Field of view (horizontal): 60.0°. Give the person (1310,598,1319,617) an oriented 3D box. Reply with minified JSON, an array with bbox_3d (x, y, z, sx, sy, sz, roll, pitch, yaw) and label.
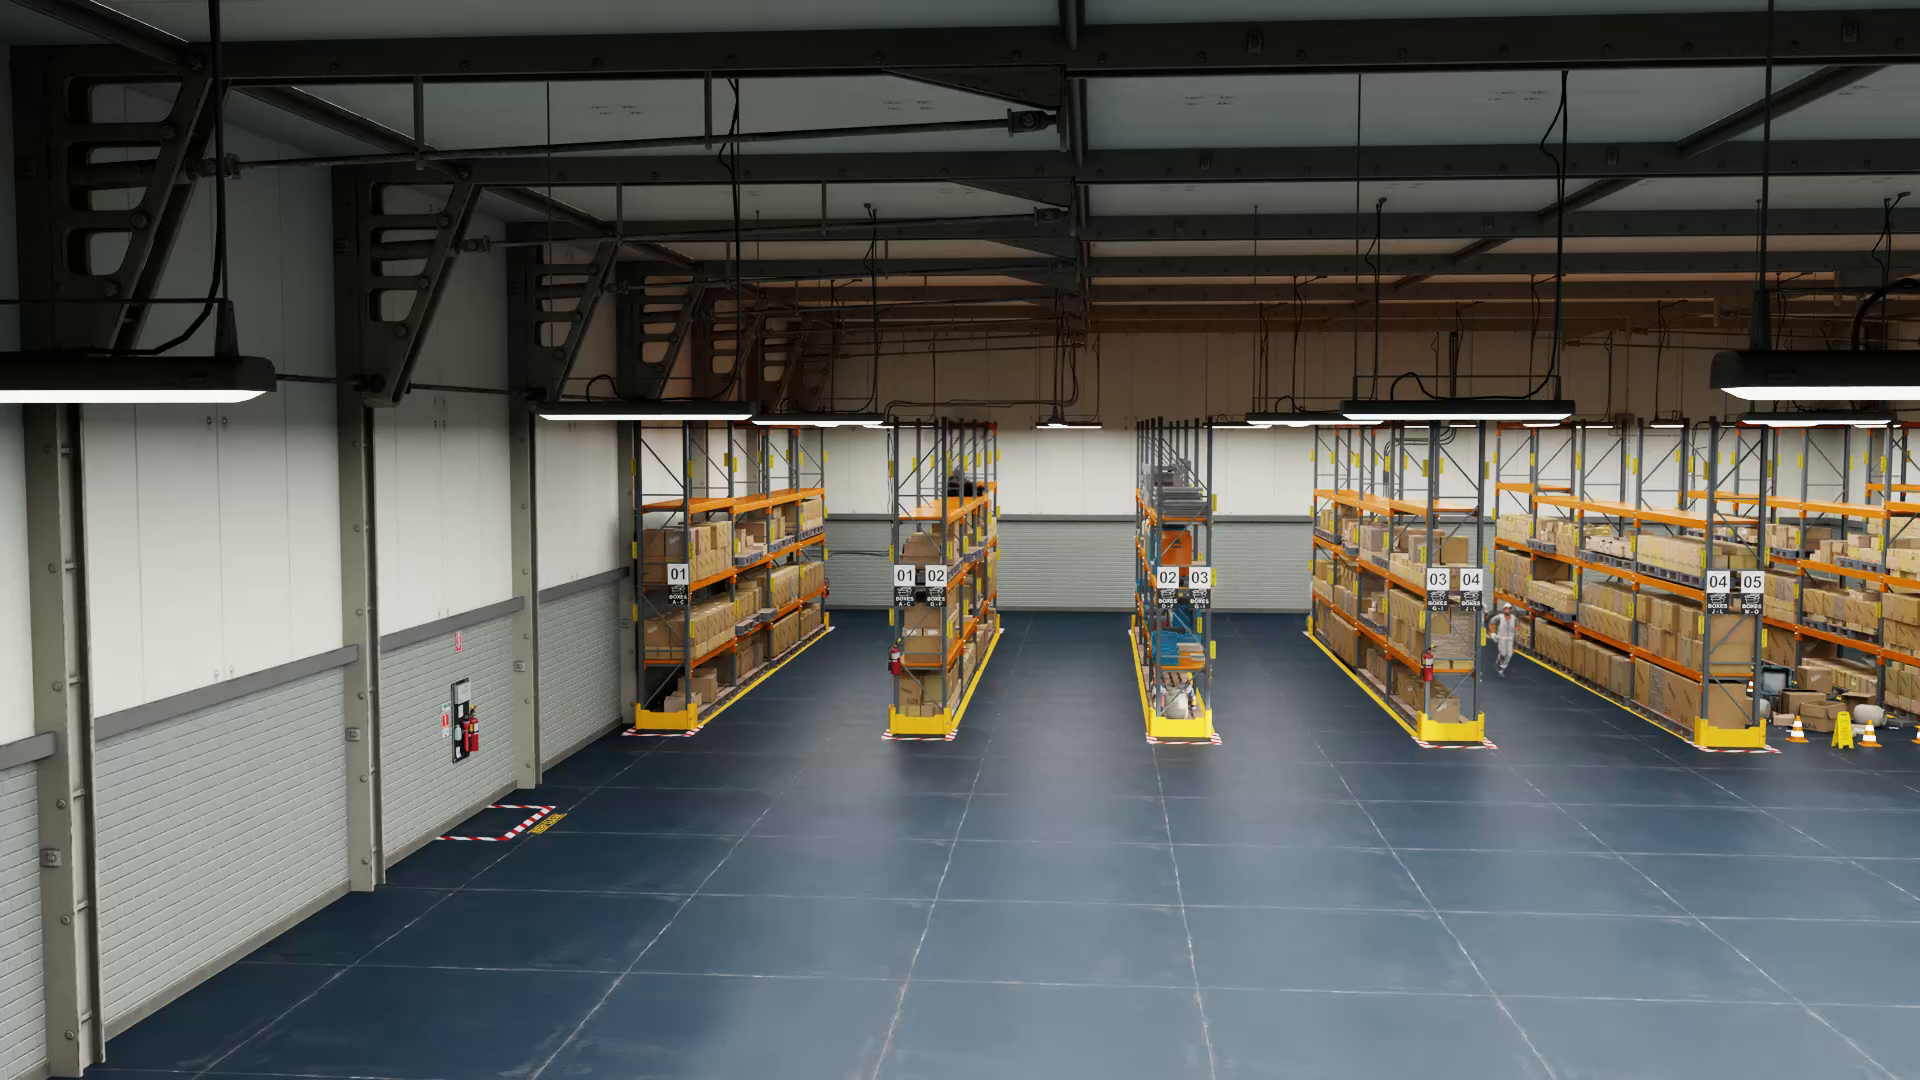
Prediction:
[{"bbox_3d":[10.520,1.727,48.379,0.787,1.748,0.585,3,5,37],"label":"person"}]

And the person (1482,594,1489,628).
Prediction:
[{"bbox_3d":[13.184,2.143,42.342,0.582,1.660,0.555,0,4,7],"label":"person"}]

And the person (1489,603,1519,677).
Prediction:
[{"bbox_3d":[12.674,2.330,38.583,0.662,1.736,0.566,0,4,-5],"label":"person"}]

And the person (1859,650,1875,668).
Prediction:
[{"bbox_3d":[21.001,2.392,38.359,0.608,1.649,0.520,0,4,0],"label":"person"}]
